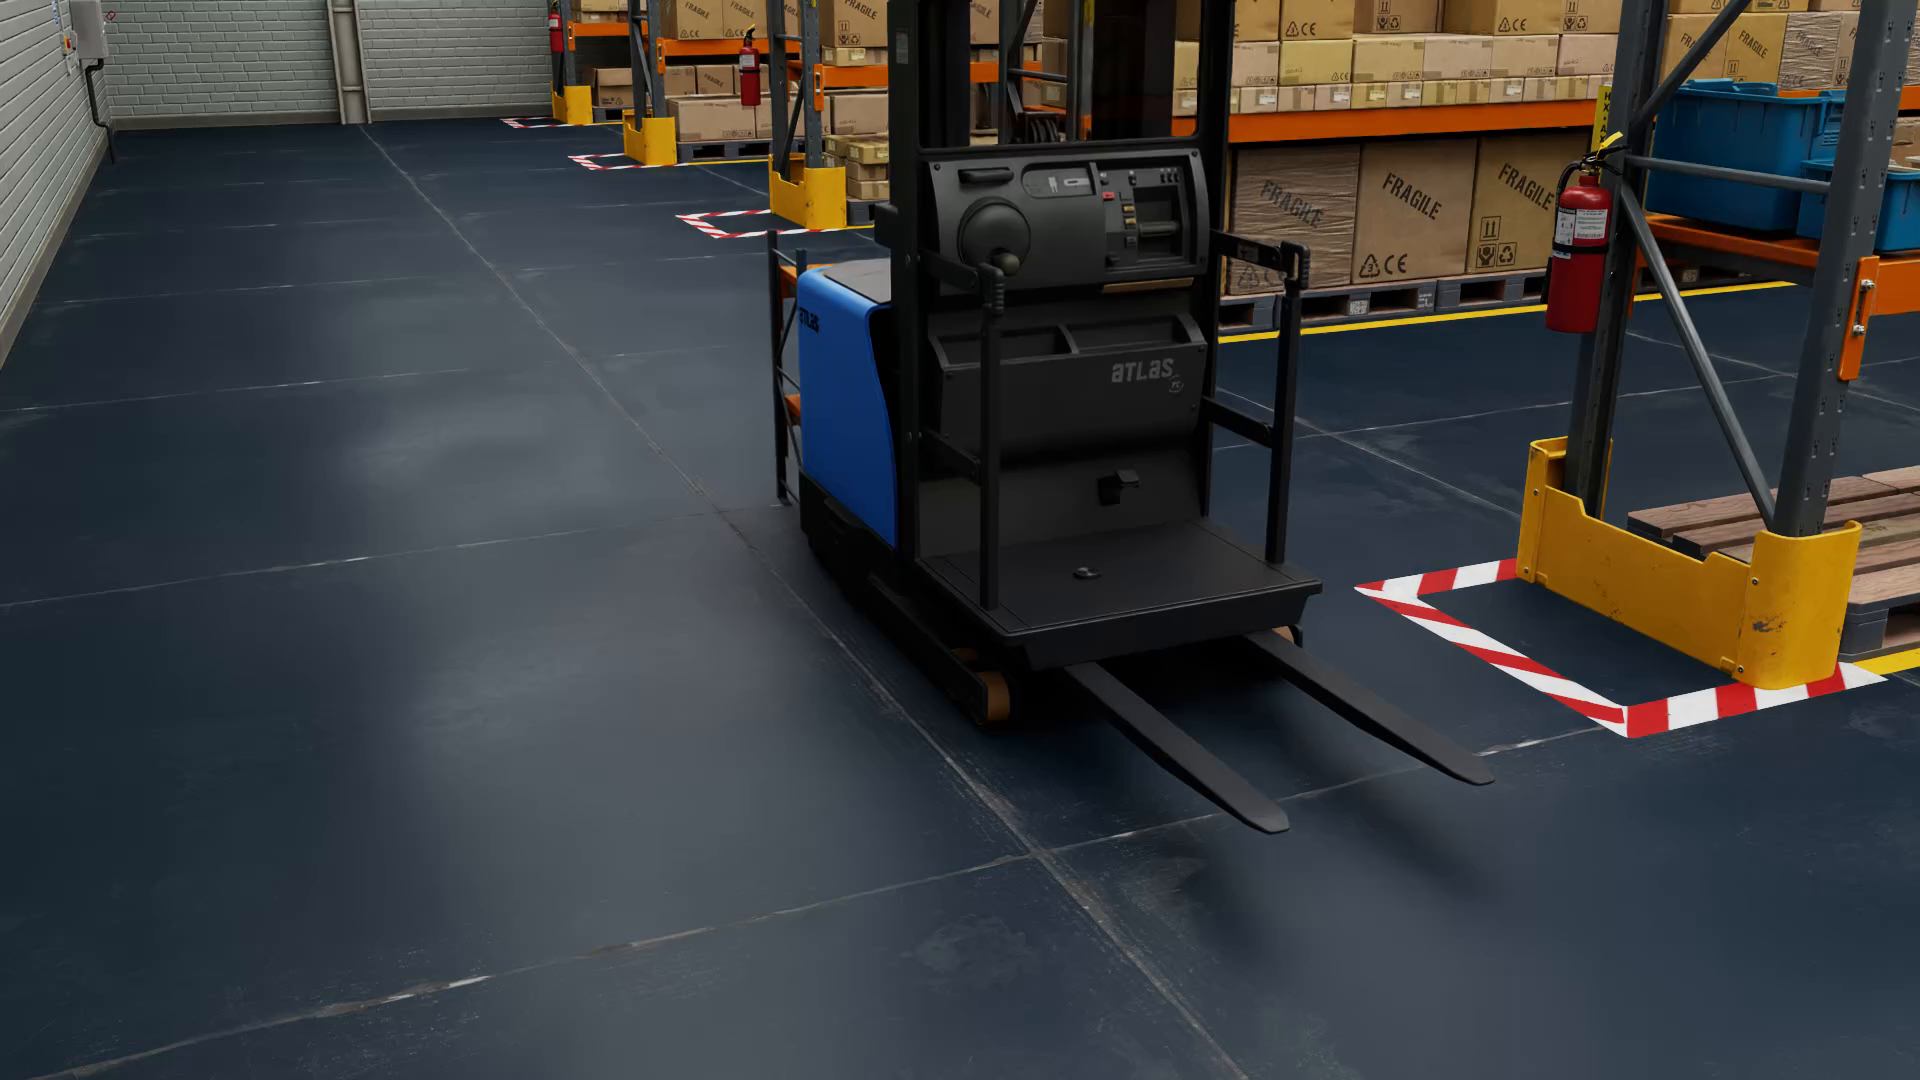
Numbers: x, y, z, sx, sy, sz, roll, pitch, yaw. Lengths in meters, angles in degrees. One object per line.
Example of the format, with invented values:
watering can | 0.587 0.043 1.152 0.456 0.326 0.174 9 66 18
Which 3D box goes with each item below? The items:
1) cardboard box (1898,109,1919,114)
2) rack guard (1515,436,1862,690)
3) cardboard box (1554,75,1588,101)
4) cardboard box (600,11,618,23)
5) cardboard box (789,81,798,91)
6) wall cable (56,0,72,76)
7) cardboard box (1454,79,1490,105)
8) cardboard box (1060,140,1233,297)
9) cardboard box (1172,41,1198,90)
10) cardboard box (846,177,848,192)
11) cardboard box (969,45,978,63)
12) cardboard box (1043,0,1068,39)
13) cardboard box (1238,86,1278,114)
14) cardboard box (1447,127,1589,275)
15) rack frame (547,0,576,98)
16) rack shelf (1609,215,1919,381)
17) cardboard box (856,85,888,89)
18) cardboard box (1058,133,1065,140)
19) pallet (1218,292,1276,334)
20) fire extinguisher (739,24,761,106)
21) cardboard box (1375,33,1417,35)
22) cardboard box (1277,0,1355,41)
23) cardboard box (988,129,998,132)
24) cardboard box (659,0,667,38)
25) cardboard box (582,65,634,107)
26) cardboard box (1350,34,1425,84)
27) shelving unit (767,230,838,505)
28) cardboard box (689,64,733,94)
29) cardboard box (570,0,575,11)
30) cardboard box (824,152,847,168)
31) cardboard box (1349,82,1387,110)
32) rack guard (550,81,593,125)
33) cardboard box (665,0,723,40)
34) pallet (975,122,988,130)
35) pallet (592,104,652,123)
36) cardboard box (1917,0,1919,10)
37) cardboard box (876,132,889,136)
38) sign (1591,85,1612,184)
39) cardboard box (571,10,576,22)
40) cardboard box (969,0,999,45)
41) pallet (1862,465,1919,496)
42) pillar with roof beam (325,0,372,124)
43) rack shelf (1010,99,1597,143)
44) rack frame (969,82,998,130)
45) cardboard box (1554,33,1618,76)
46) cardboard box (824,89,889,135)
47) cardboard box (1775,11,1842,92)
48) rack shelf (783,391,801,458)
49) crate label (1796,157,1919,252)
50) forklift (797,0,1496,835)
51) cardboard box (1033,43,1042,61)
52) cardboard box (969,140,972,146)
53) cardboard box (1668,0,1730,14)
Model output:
cardboard box | 7.184 -2.821 12.584 0.875 0.875 1.225 -9 21 -24
rack guard | 2.425 0.039 5.657 0.348 0.500 1.175 -8 21 -22
cardboard box | 3.766 -2.891 10.594 0.250 0.149 0.380 -8 21 -21
cardboard box | -4.789 -7.081 22.494 0.250 0.149 0.380 -8 21 -21
cardboard box | -2.465 -6.417 23.715 0.258 0.266 0.396 -7 21 -20
wall cable | -8.613 -5.424 15.834 0.123 1.953 0.585 -8 21 -22
cardboard box | 3.058 -2.789 10.306 0.250 0.149 0.380 -8 21 -21
cardboard box | 1.036 -1.962 10.143 0.875 0.875 0.875 -8 21 -22
cardboard box | 1.028 -2.707 9.473 0.500 0.250 0.500 -9 21 -23
cardboard box | -0.991 -3.169 14.666 0.250 0.149 0.380 -8 21 -21
cardboard box | -0.036 -4.176 14.245 0.250 0.149 0.380 -8 21 -22
cardboard box | 0.823 -3.225 9.812 0.500 0.500 0.500 -8 21 -21
cardboard box | 1.646 -2.587 9.732 0.250 0.149 0.380 -8 21 -23
cardboard box | 3.515 -2.317 11.152 0.875 0.875 0.875 -8 21 -22
rack frame | -5.415 -7.192 22.432 0.127 3.000 1.000 -8 21 -22
rack shelf | 4.278 -1.070 6.129 4.000 0.370 1.077 -8 21 -22
cardboard box | -1.209 -6.733 24.258 0.500 0.500 0.500 -7 21 -20
cardboard box | 0.889 -3.523 14.776 0.250 0.149 0.380 -9 21 -24
pallet | 1.183 -1.471 10.382 1.213 0.211 1.003 -8 21 -22
fire extinguisher | -1.806 -4.078 14.266 0.183 0.674 0.296 -8 21 -22
cardboard box | 2.686 -3.137 10.693 0.500 0.250 0.500 -8 21 -21
cardboard box | 1.960 -3.197 9.734 0.500 0.500 0.500 -9 21 -23
cardboard box | 0.438 -3.663 15.174 0.250 0.149 0.380 -8 21 -22
cardboard box | -3.107 -5.870 18.528 0.500 0.500 0.500 -8 21 -22
cardboard box | -4.816 -6.264 22.924 0.637 0.503 0.797 -9 21 -24
cardboard box | 2.442 -2.913 10.057 0.500 0.250 0.500 -9 21 -23
shelving unit | -0.196 -0.692 6.794 1.048 1.125 0.538 -7 21 -19
cardboard box | -3.490 -6.403 23.321 0.500 0.500 0.500 -8 21 -21
cardboard box | -5.097 -7.403 22.810 0.500 0.250 0.500 -8 21 -20
cardboard box | -1.020 -3.333 14.684 0.250 0.149 0.380 -9 21 -23
cardboard box | 2.349 -2.687 10.016 0.250 0.149 0.380 -9 21 -23
rack guard | -5.345 -6.023 22.876 0.348 0.500 1.175 -8 21 -22
cardboard box | -2.891 -5.702 18.049 0.500 0.500 0.500 -8 21 -22
pallet | 0.906 -5.015 20.446 1.213 0.211 1.003 -8 21 -22
pallet | -4.613 -5.992 23.223 1.213 0.211 1.003 -8 21 -22
cardboard box | 6.549 -4.054 11.857 0.637 0.503 0.797 -8 21 -21
cardboard box | -0.565 -3.552 14.859 0.250 0.149 0.380 -9 21 -23
sign | 2.209 -1.389 5.705 0.005 0.325 0.100 -8 21 -22
cardboard box | -5.217 -7.199 22.830 0.250 0.149 0.380 -8 21 -23
cardboard box | 0.066 -4.484 14.142 0.500 0.500 0.500 -8 21 -21
pallet | 4.333 -0.087 6.452 1.213 0.211 1.003 -8 21 -22
pillar with roof beam | -6.542 -8.629 17.481 0.400 9.000 9.100 -8 21 -22
rack shelf | 2.317 -2.581 10.419 4.000 0.370 1.077 -8 21 -22
rack frame | 0.228 -6.205 19.629 0.127 3.000 1.000 -8 21 -22
cardboard box | 3.852 -3.115 10.630 0.500 0.250 0.500 -9 21 -23
cardboard box | -1.213 -5.027 19.508 0.875 0.438 0.875 -9 21 -24
cardboard box | 5.595 -3.347 11.360 0.500 0.500 0.500 -9 21 -23
rack shelf | -0.196 -0.461 6.875 1.000 0.278 0.538 -7 21 -19
crate label | 2.799 -1.028 5.087 0.303 0.233 0.416 -8 21 -22
forklift | 0.432 -0.991 4.922 1.130 2.935 3.031 -8 21 -22
cardboard box | 0.705 -4.254 14.466 0.250 0.149 0.380 -8 21 -21
cardboard box | -0.093 -3.407 14.447 0.250 0.149 0.380 -9 21 -25
cardboard box | 4.736 -3.790 11.109 0.637 0.503 0.797 -9 21 -23
